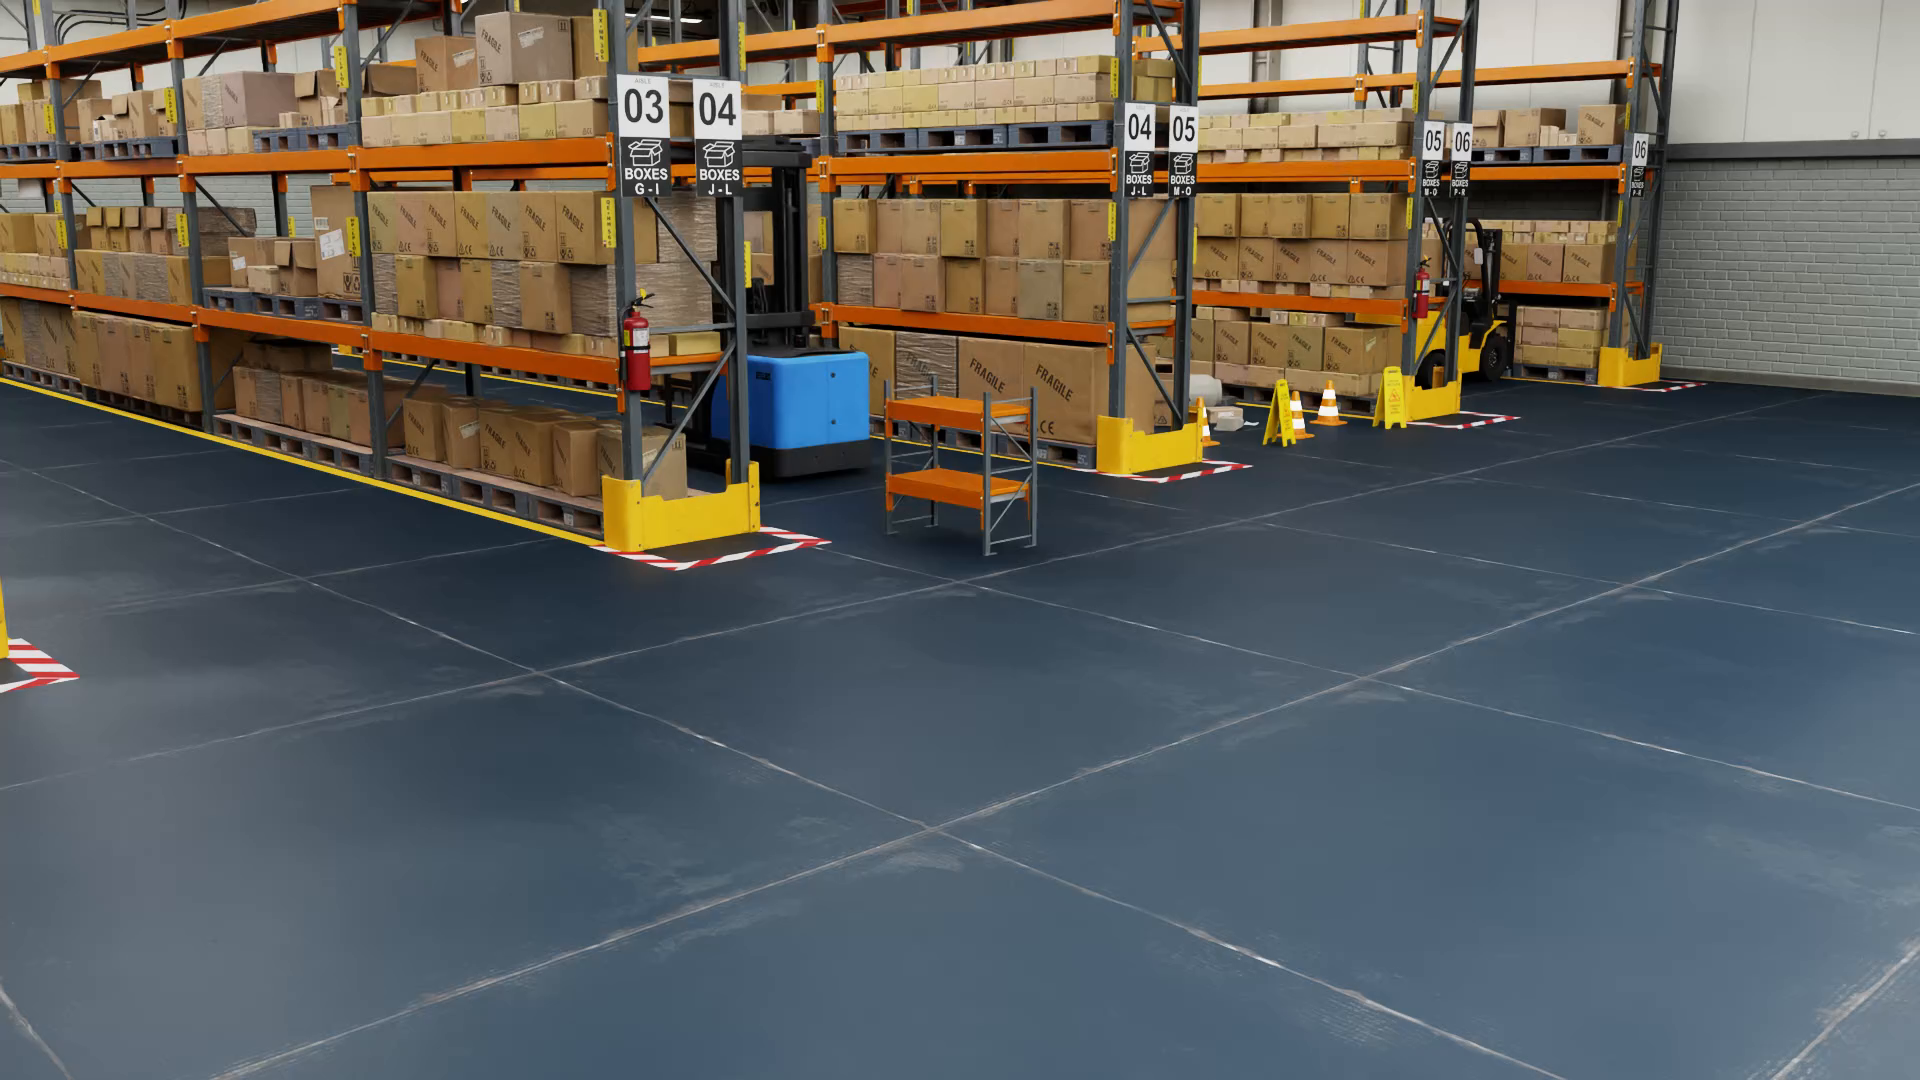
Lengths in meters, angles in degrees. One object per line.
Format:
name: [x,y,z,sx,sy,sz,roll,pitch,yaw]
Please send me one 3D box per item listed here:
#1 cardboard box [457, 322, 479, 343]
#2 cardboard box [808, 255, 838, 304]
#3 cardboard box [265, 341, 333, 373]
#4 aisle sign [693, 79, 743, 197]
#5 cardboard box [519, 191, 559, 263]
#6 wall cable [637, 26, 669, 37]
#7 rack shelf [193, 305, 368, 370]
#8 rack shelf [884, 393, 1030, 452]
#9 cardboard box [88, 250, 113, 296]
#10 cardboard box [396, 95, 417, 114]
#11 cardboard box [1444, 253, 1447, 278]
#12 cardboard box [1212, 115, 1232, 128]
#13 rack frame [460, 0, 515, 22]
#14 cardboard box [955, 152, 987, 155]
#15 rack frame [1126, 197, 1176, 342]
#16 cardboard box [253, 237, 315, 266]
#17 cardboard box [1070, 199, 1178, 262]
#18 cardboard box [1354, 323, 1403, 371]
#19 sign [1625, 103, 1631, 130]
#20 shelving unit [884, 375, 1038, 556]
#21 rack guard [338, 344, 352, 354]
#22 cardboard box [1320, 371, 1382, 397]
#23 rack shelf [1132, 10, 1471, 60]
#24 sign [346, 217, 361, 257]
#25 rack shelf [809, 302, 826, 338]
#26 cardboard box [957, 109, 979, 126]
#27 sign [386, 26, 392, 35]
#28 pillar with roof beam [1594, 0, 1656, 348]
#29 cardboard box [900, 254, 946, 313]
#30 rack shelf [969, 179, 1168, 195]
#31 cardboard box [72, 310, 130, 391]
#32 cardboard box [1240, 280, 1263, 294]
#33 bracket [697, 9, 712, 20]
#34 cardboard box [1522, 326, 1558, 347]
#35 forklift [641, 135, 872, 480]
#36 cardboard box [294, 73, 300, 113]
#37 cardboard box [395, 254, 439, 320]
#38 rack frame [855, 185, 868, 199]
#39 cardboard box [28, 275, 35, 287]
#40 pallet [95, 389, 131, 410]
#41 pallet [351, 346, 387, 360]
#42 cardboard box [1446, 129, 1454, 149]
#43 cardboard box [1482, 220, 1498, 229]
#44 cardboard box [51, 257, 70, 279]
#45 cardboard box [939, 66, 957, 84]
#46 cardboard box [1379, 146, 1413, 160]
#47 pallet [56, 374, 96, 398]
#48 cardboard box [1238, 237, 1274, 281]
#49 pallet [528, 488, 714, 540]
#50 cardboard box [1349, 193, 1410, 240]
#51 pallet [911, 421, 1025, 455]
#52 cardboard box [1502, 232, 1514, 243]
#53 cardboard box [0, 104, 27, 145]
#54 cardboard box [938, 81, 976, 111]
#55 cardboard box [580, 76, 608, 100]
cardboard box: [-3.720,-1.645,13.084,0.380,0.149,0.250,-11,16,-43]
cardboard box: [-1.593,-2.823,17.930,0.500,0.500,0.500,-11,16,-43]
cardboard box: [-6.601,-1.831,16.610,0.500,0.250,0.500,-9,14,-36]
aisle sign: [-1.675,-2.780,11.531,0.394,0.787,0.004,-11,16,-43]
cardboard box: [-2.842,-2.277,12.066,0.500,0.500,0.500,-11,16,-43]
wall cable: [-7.362,-9.425,35.265,2.988,3.039,0.133,-11,16,-43]
rack shelf: [-6.078,-1.998,15.957,1.077,0.370,4.000,-11,16,-43]
rack shelf: [-0.005,-0.839,11.744,0.538,0.278,1.000,-11,16,-43]
cardboard box: [-9.737,-3.100,19.274,0.500,0.500,0.500,-11,16,-42]
cardboard box: [-4.289,-3.487,13.352,0.380,0.149,0.250,-11,16,-42]
cardboard box: [6.898,-3.932,23.314,0.500,0.500,0.500,-11,16,-43]
cardboard box: [3.199,-4.939,19.666,0.250,0.149,0.380,11,16,43]
rack frame: [-6.564,-6.840,22.813,1.000,3.000,0.127,-11,16,-43]
cardboard box: [0.356,-5.401,23.013,0.700,0.500,0.500,-11,16,-43]
rack frame: [2.471,-3.439,21.171,1.000,3.000,0.127,-11,16,-43]
cardboard box: [-6.599,-2.756,16.566,0.700,0.500,0.500,-8,14,-34]
cardboard box: [1.495,-2.813,15.083,0.875,0.550,0.550,-11,16,-43]
cardboard box: [4.859,-2.241,19.272,0.500,0.500,0.500,11,16,43]
sign: [8.419,-5.338,20.956,0.100,0.325,0.005,-11,16,-43]
shelving unit: [-0.005,-0.552,11.803,0.538,1.125,1.048,-11,16,-43]
rack guard: [-9.274,-3.251,26.450,1.175,0.500,0.348,-11,16,-43]
cardboard box: [4.464,-1.798,18.980,0.500,0.250,0.500,-11,16,-43]
rack shelf: [3.852,-5.732,19.222,1.077,0.370,4.000,-11,16,-43]
sign: [-5.096,-2.547,13.973,0.100,0.325,0.005,-11,16,-43]
rack shelf: [-2.421,-2.674,19.240,1.077,0.370,4.000,-11,16,-43]
cardboard box: [0.195,-3.976,15.675,0.380,0.149,0.250,-11,16,-42]
sign: [-8.911,-8.034,25.897,0.100,0.325,0.005,-11,16,-43]
pillar with roof beam: [5.878,-6.113,19.283,9.100,9.000,0.400,-11,16,-43]
cardboard box: [-0.092,-2.584,16.646,0.875,0.550,0.550,-11,16,-43]
rack shelf: [1.915,-6.124,28.551,1.077,0.370,4.000,-11,16,-43]
cardboard box: [-9.765,-2.300,19.867,1.225,0.875,0.875,-11,16,-42]
cardboard box: [3.527,-3.005,19.684,0.380,0.149,0.250,-11,16,-43]
bracket: [-5.619,-11.460,36.315,0.235,0.232,0.430,-11,16,-43]
cardboard box: [7.920,-2.754,22.378,0.500,0.250,0.500,-11,16,-43]
forklift: [-2.143,-2.189,15.273,1.130,2.935,3.031,-10,15,-41]
cardboard box: [-6.256,-4.222,16.052,0.500,0.500,0.500,-11,16,-42]
cardboard box: [-4.111,-2.101,13.689,0.875,0.500,0.500,-11,16,-43]
rack frame: [-2.229,-5.883,33.031,1.000,3.000,0.127,-11,16,-43]
cardboard box: [-11.557,-3.289,21.065,0.380,0.149,0.250,-11,16,-43]
pallet: [-9.634,-1.758,19.921,1.003,0.211,1.213,-11,16,-43]
pallet: [-8.739,-2.986,25.880,1.003,0.211,1.213,-11,16,-43]
cardboard box: [6.864,-5.530,22.932,0.258,0.266,0.396,11,16,44]
cardboard box: [7.357,-4.306,22.786,0.380,0.149,0.250,-11,16,-42]
cardboard box: [-10.716,-3.326,20.255,0.500,0.250,0.500,-11,16,-44]
cardboard box: [0.017,-4.403,15.775,0.380,0.149,0.250,-11,16,-43]
cardboard box: [4.784,-4.215,18.124,0.380,0.149,0.250,-11,16,-42]
pallet: [-10.690,-1.982,21.008,1.003,0.211,1.213,-11,16,-43]
cardboard box: [3.637,-3.315,19.582,0.500,0.500,0.500,-11,16,-42]
pallet: [-2.522,-0.243,12.569,1.003,0.211,1.213,-11,16,-43]
cardboard box: [4.722,-3.584,18.410,0.500,0.500,0.700,11,16,44]
pallet: [0.276,-1.069,16.576,1.003,0.211,1.213,-11,16,-43]
cardboard box: [7.475,-4.110,22.570,0.380,0.149,0.250,-11,16,-42]
cardboard box: [-11.892,-5.346,21.457,0.500,0.500,0.700,10,16,41]
cardboard box: [0.144,-4.200,15.774,0.500,0.250,0.500,-11,16,-42]
cardboard box: [-2.352,-3.062,11.292,0.380,0.149,0.250,-11,16,-43]
